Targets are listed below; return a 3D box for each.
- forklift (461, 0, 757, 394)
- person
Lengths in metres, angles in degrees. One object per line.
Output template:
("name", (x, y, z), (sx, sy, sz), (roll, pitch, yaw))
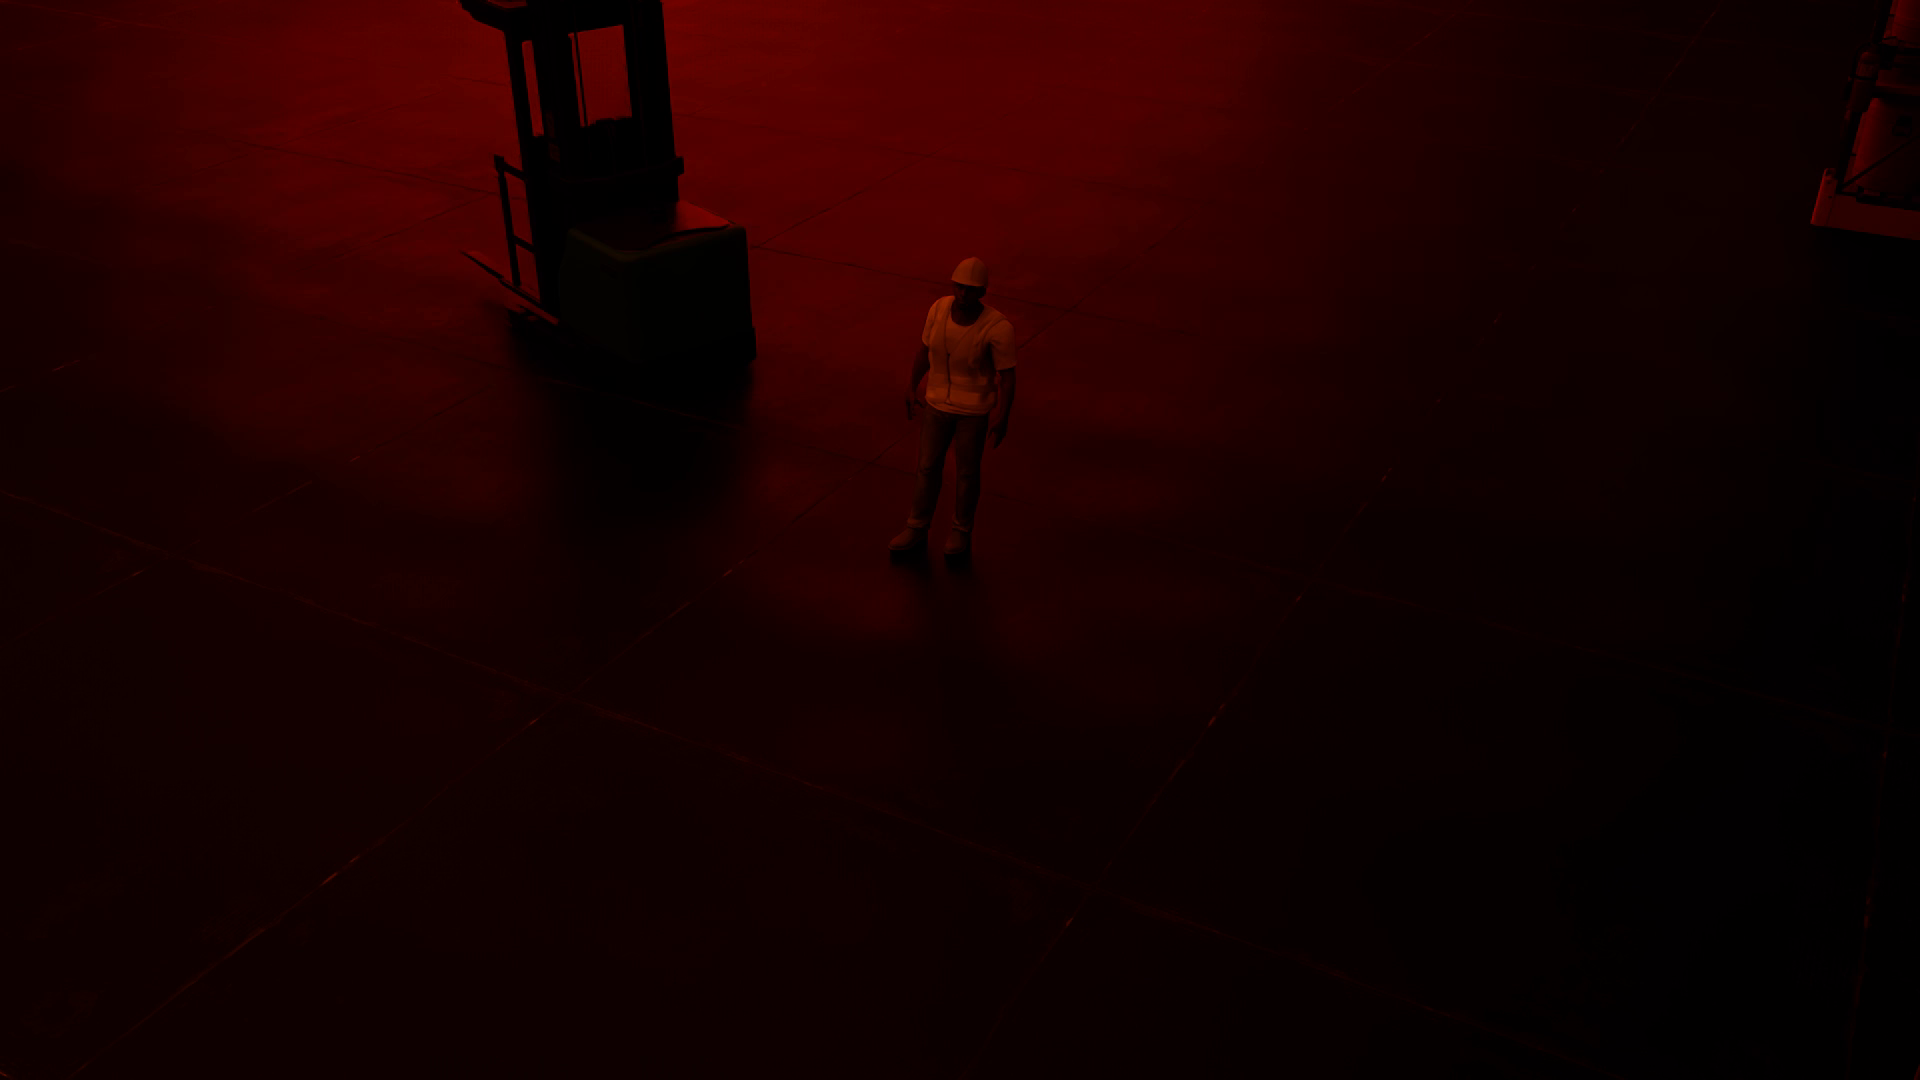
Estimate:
("forklift", (-2.819, -2.957, 12.195), (1.130, 2.935, 3.031), (-23, 37, -34))
("person", (-0.039, -0.743, 9.508), (0.665, 1.765, 0.577), (15, 33, 25))
